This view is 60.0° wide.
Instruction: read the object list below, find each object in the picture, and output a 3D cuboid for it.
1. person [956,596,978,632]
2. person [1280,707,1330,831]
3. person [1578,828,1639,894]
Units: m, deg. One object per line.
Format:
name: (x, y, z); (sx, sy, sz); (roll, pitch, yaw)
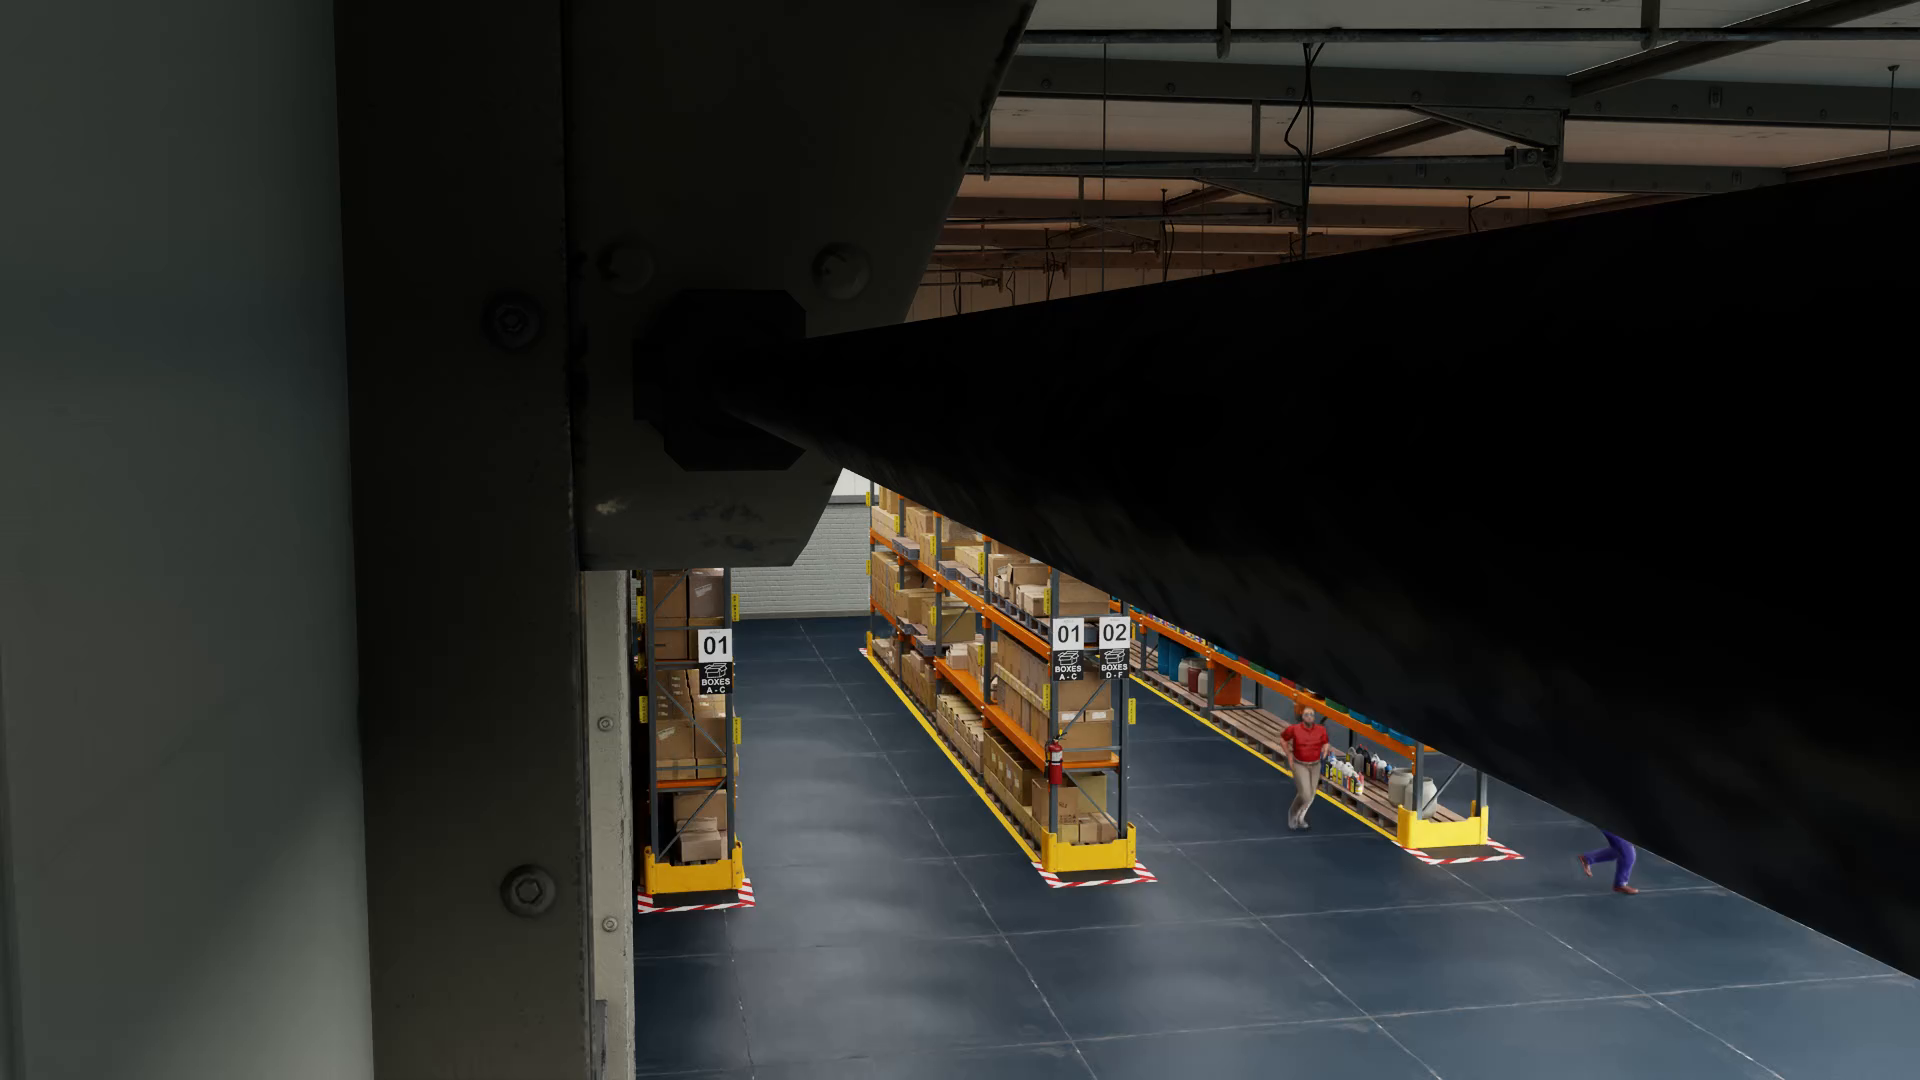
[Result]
person: (0.133, 1.650, 37.142); (0.608, 1.667, 0.664); (3, 7, 30)
person: (4.741, 3.128, 22.646); (0.635, 1.724, 0.674); (-1, 6, -10)
person: (7.855, 3.435, 20.100); (0.717, 1.609, 0.641); (3, 7, 25)
